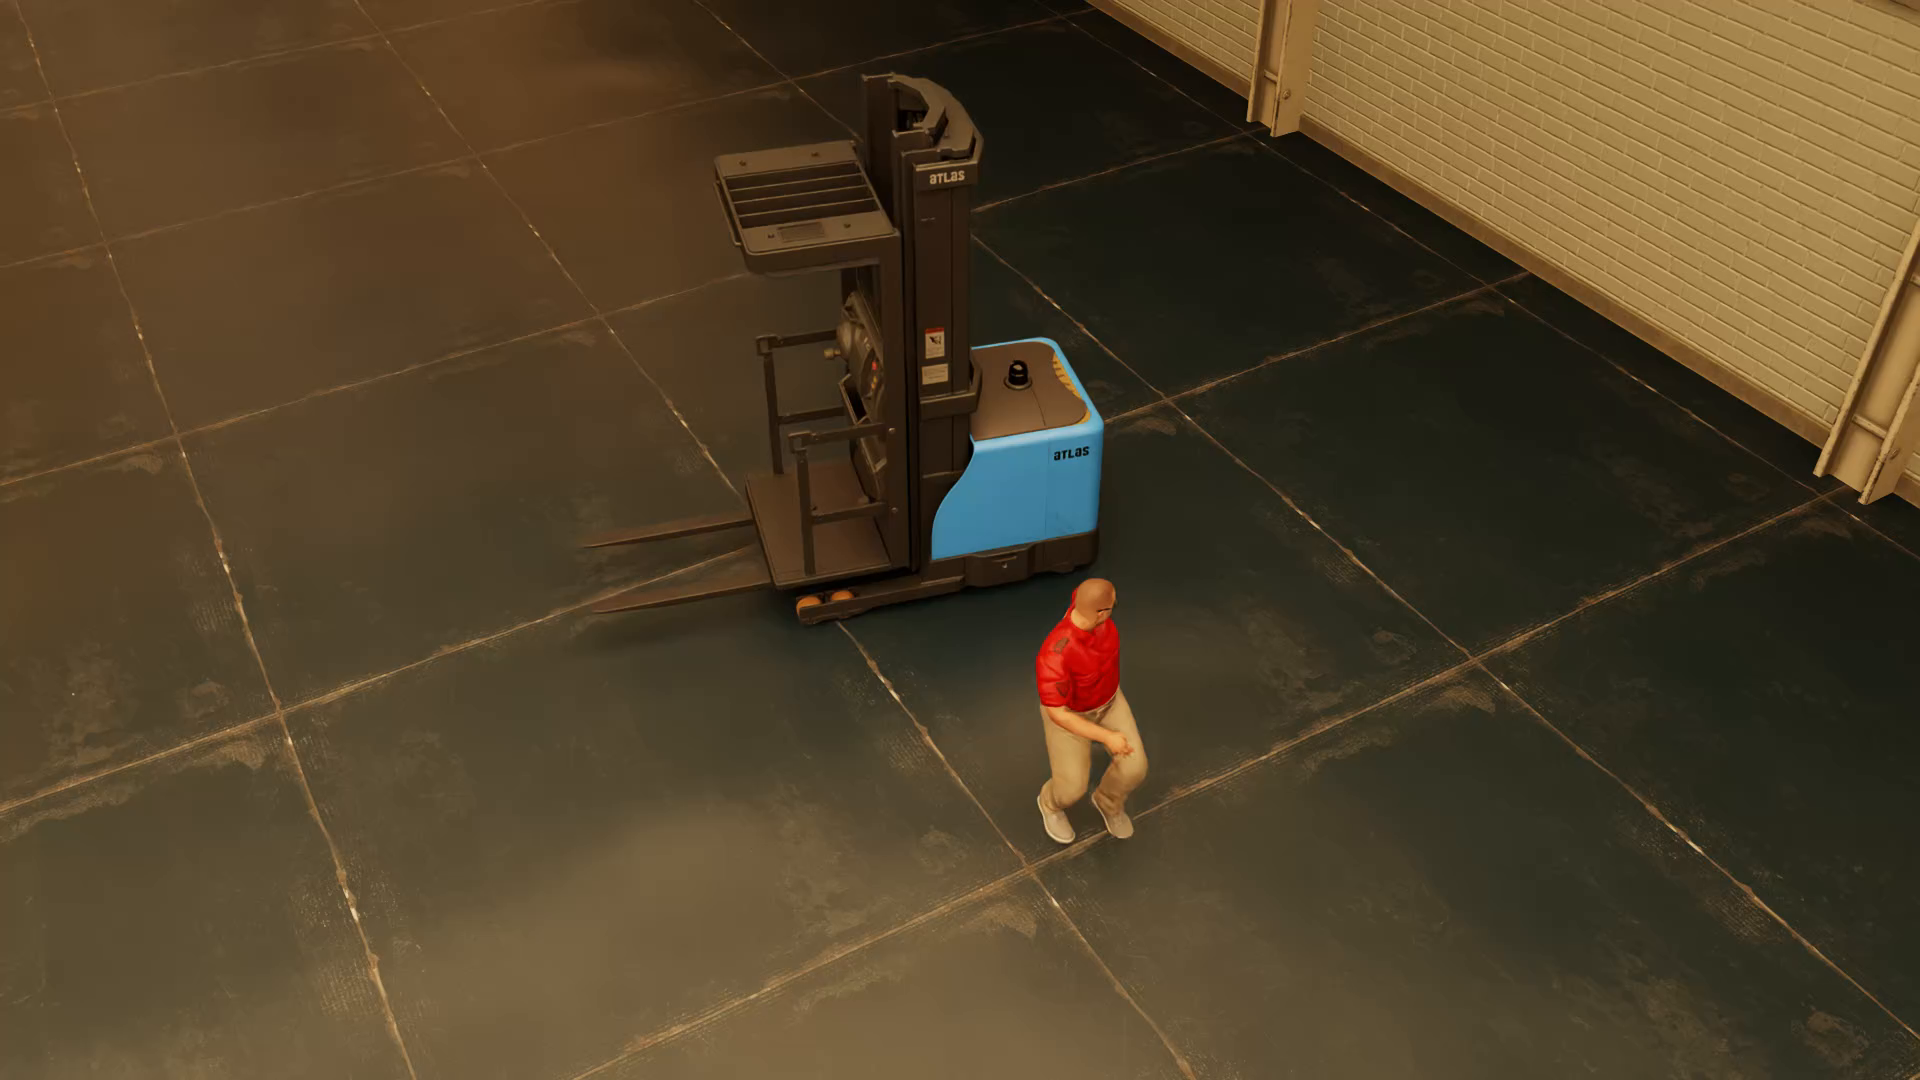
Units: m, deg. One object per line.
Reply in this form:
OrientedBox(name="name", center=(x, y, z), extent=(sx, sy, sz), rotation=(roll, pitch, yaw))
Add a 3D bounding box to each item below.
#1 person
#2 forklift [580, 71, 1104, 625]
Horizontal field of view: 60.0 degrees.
OrientedBox(name="person", center=(0.596, 0.836, 8.073), extent=(0.674, 1.722, 0.773), rotation=(-26, 46, -28))
OrientedBox(name="forklift", center=(-0.736, -1.009, 9.252), extent=(3.031, 2.935, 1.130), rotation=(-10, 41, -12))
